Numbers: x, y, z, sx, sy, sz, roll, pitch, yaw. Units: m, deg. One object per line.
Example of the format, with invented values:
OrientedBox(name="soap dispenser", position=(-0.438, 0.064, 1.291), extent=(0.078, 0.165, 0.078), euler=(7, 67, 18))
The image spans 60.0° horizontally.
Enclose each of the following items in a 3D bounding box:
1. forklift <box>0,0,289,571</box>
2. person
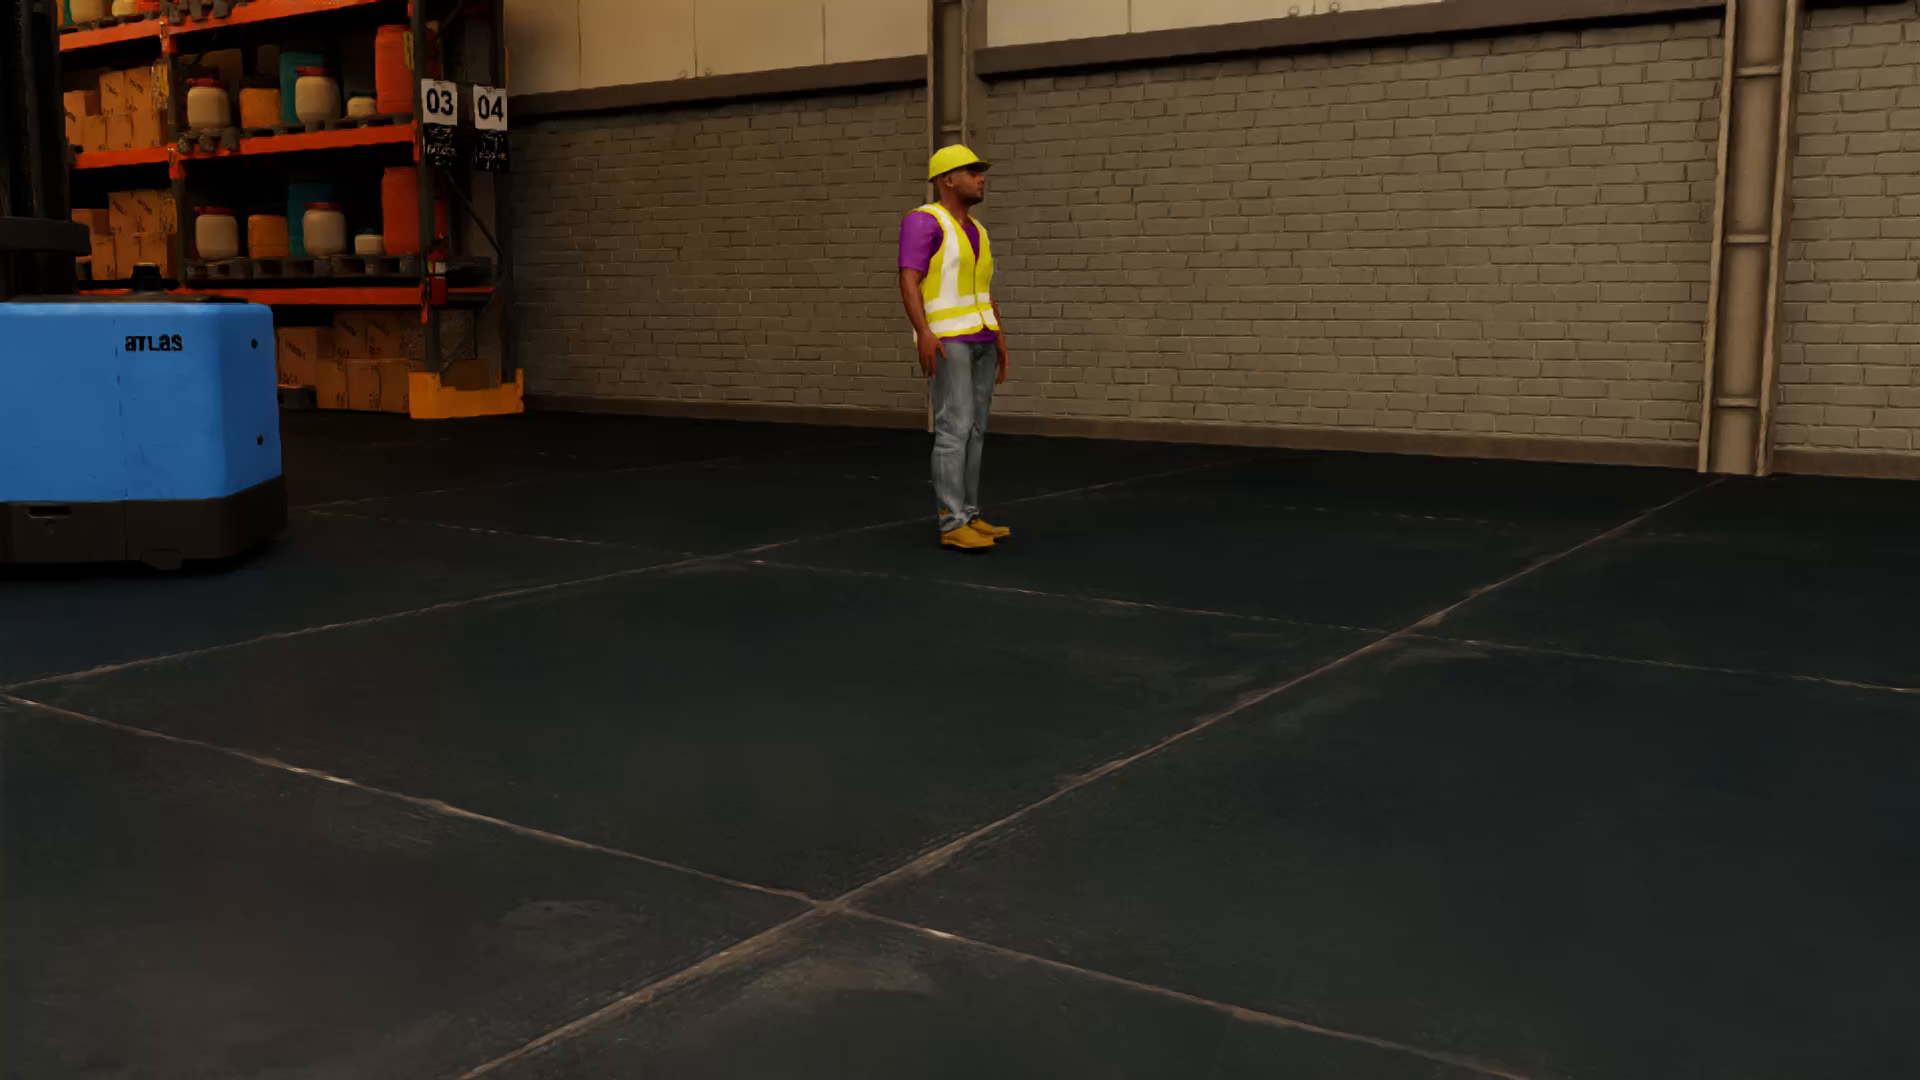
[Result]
OrientedBox(name="forklift", position=(-4.465, -1.347, 6.666), extent=(3.031, 2.935, 1.130), euler=(-1, 8, -9))
OrientedBox(name="person", position=(0.055, -0.875, 7.435), extent=(0.576, 1.766, 0.665), euler=(5, 10, 34))
